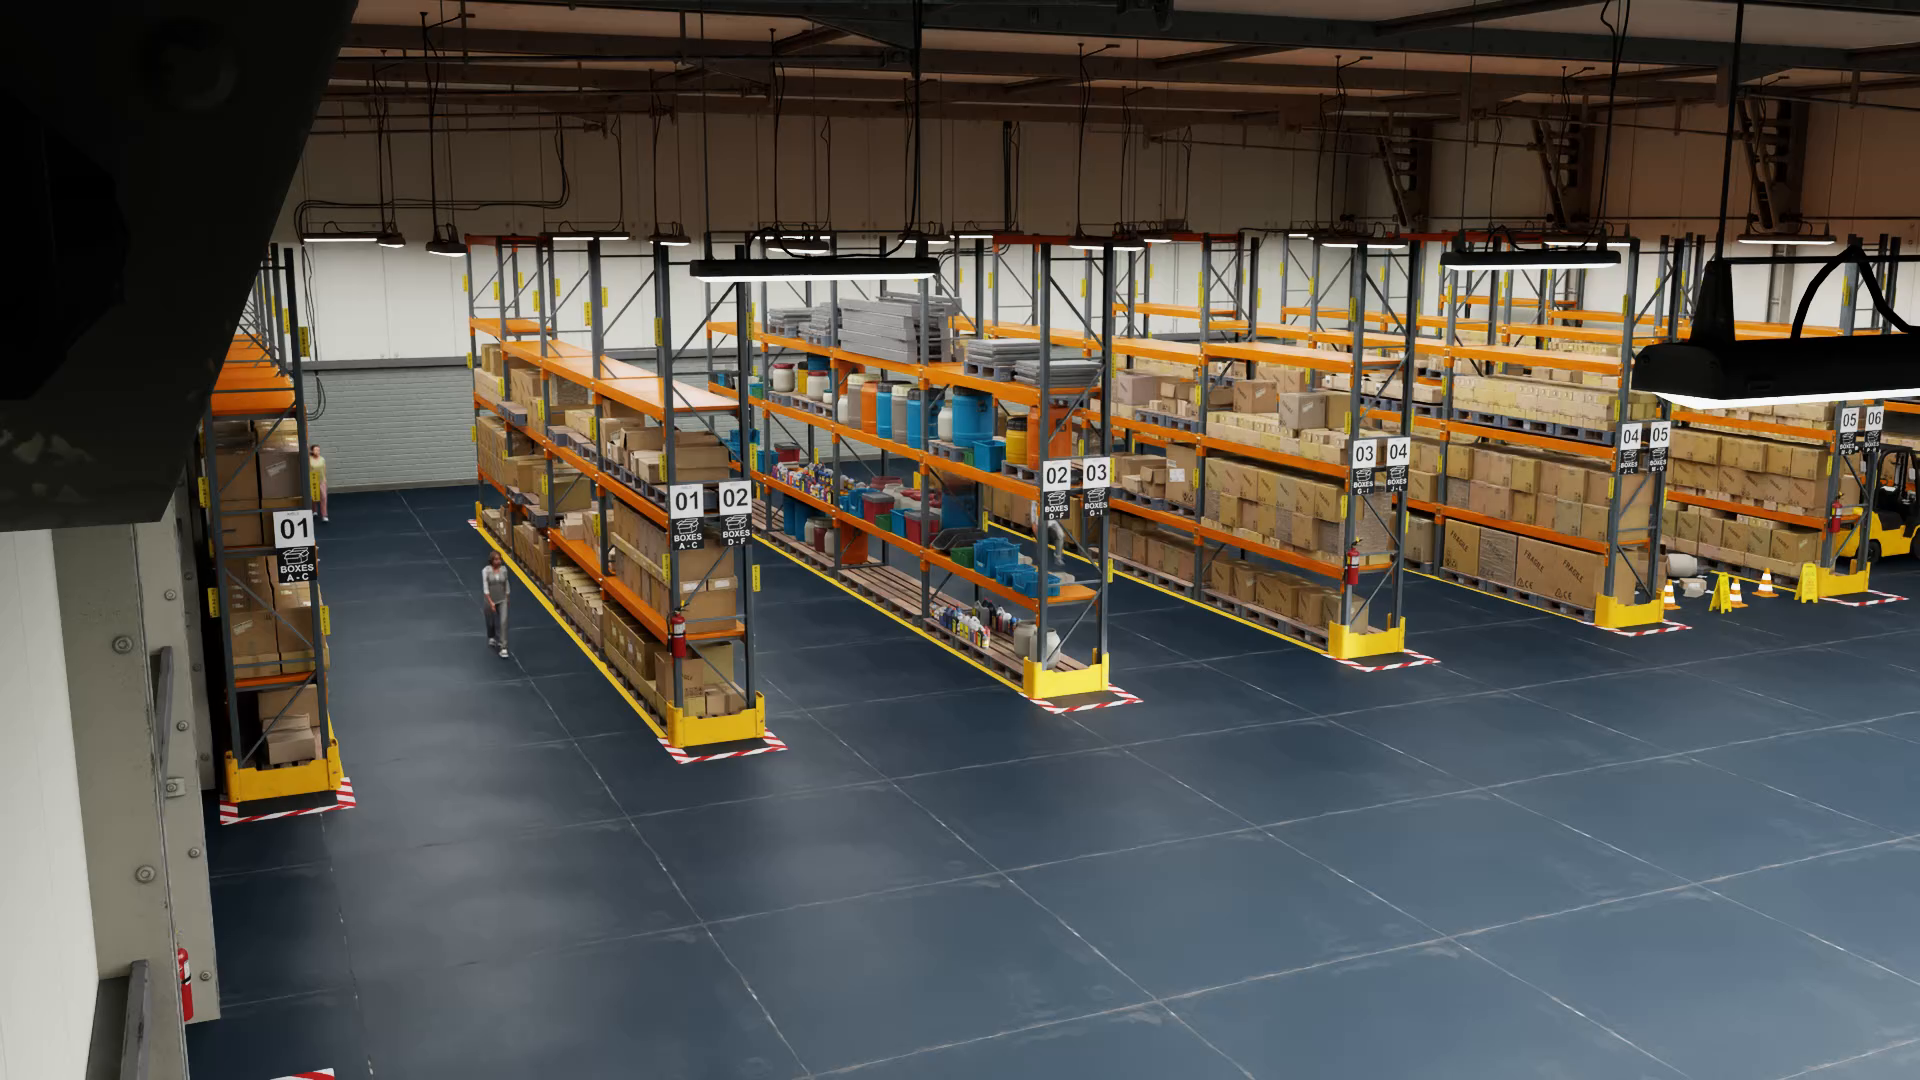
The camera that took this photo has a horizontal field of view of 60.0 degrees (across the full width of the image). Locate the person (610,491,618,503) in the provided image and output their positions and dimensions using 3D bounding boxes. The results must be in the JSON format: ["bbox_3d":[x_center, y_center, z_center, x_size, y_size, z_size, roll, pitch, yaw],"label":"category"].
[{"bbox_3d":[-7.632,-1.692,37.074,0.536,1.777,0.598,-4,12,-21],"label":"person"}]

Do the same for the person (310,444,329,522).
[{"bbox_3d":[-13.595,-1.217,35.107,0.453,1.611,1.082,-6,12,-27],"label":"person"}]

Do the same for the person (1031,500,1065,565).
[{"bbox_3d":[1.556,-0.375,29.544,0.592,1.538,1.002,-1,11,-7],"label":"person"}]

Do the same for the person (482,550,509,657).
[{"bbox_3d":[-6.791,0.903,24.419,0.401,1.516,0.986,-4,12,-22],"label":"person"}]
